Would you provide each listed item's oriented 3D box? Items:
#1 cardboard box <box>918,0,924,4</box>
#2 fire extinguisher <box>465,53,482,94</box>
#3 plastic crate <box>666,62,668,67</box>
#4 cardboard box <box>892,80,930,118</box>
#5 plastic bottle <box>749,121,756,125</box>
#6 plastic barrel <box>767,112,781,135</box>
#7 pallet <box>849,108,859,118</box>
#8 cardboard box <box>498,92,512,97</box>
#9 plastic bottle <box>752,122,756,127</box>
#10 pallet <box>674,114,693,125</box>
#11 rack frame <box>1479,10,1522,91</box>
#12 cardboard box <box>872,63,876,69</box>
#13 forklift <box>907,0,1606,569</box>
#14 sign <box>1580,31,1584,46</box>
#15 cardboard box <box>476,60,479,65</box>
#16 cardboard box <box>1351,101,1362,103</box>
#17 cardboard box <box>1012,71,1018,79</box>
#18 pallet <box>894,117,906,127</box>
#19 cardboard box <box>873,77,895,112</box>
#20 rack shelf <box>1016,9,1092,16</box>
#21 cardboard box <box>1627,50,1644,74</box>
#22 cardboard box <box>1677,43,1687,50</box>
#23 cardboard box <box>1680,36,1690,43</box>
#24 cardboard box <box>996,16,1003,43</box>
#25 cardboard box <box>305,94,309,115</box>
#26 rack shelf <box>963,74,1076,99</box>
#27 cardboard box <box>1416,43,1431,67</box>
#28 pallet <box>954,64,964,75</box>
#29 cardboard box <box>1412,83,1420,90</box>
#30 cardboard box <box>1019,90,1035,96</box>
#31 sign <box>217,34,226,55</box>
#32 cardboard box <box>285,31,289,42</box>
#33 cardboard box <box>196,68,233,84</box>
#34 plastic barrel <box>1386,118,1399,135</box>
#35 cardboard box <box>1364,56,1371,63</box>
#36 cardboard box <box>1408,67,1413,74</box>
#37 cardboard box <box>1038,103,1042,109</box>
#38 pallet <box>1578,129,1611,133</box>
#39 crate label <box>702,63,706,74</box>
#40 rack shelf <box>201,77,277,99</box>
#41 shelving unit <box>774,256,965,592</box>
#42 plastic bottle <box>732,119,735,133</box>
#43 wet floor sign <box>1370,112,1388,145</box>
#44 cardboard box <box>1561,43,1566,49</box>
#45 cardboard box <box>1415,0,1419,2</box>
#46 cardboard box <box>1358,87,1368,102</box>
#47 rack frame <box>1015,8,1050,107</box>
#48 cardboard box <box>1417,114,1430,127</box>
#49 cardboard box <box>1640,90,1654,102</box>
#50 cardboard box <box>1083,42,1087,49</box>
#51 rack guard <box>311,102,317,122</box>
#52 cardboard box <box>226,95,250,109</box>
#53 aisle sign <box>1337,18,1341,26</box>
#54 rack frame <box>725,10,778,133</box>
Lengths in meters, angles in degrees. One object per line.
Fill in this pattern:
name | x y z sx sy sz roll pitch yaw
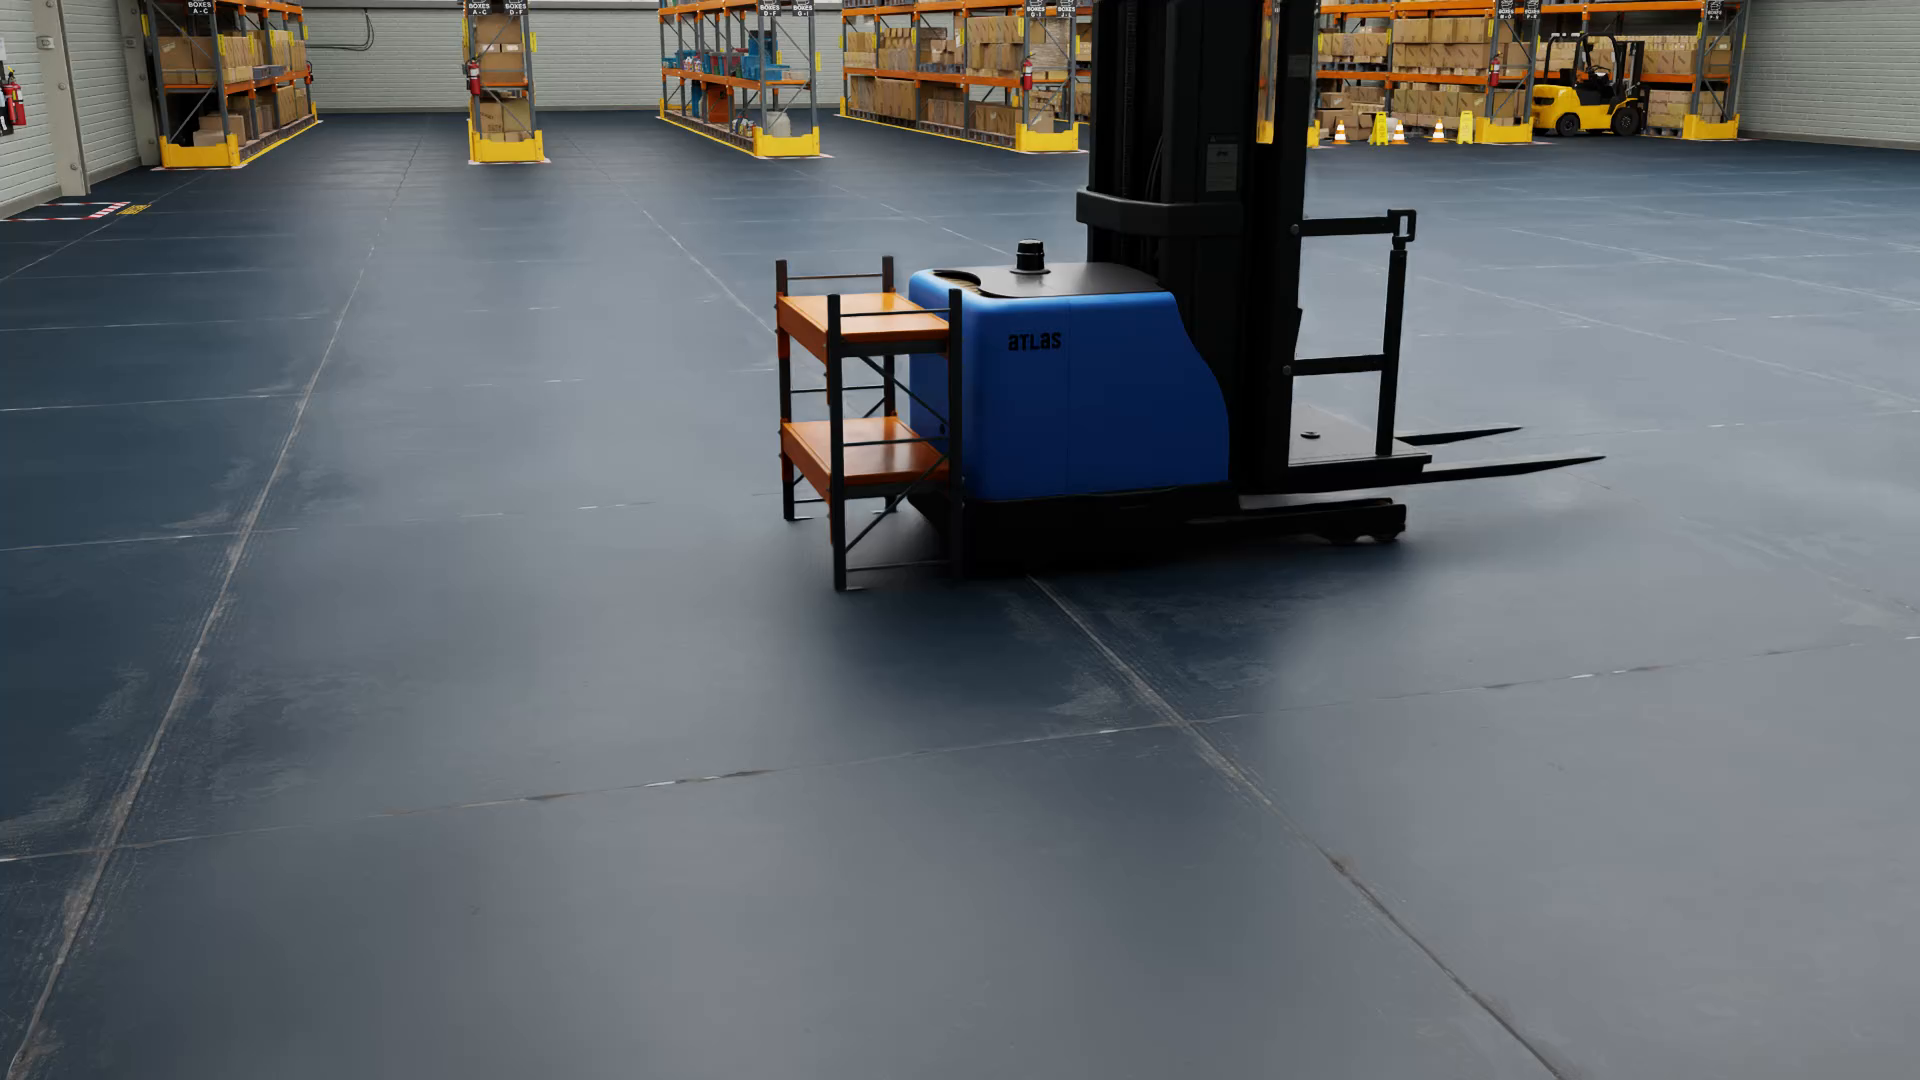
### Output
cardboard box | -0.644 -12.255 37.584 0.500 0.250 0.500 -4 17 -14
fire extinguisher | -8.270 -7.939 28.303 0.296 0.674 0.183 -5 17 -15
plastic crate | -7.543 -12.387 43.331 0.250 0.136 0.298 -5 17 -15
cardboard box | -0.935 -10.664 40.203 1.225 0.875 0.875 -5 17 -15
plastic bottle | -4.064 -8.042 32.480 0.152 0.276 0.135 -5 17 -15
plastic barrel | -3.484 -7.761 31.169 0.421 0.512 0.421 0 17 0
pallet | -2.432 -11.703 45.546 1.003 0.211 1.213 -5 17 -15
cardboard box | -11.866 -11.354 43.117 0.500 0.500 0.500 -5 17 -15
plastic bottle | -3.959 -7.900 31.995 0.061 0.283 0.133 -5 17 -15
pallet | -6.629 -10.621 41.942 1.003 0.211 1.213 -5 17 -15
rack frame | 13.772 -12.218 42.412 1.000 3.000 0.127 -5 17 -15
cardboard box | -2.026 -12.085 42.408 0.380 0.149 0.250 -5 17 -15
forklift | 1.345 -1.521 6.922 3.031 2.935 1.130 -5 18 -17
sign | 14.352 -11.582 38.422 0.100 0.325 0.005 -5 17 -15
cardboard box | -9.994 -9.953 35.028 0.500 0.311 0.500 -5 17 -16
cardboard box | 9.357 -10.406 40.220 0.950 0.372 0.625 -5 17 -16
cardboard box | 1.207 -8.904 31.818 0.380 0.149 0.250 -5 17 -15
pallet | -1.004 -10.266 40.762 1.003 0.211 1.213 -5 17 -15
cardboard box | -1.732 -11.520 43.051 0.875 0.875 0.875 -5 17 -15
rack shelf | 2.620 -14.157 44.903 1.077 0.370 4.000 -5 17 -15
cardboard box | 15.159 -10.592 36.827 0.500 0.500 0.500 -5 17 -15
cardboard box | 15.507 -10.506 35.411 0.380 0.149 0.250 -4 17 -14
cardboard box | 15.572 -10.654 35.388 0.380 0.149 0.250 -5 17 -15
cardboard box | 1.004 -9.906 32.288 0.500 0.500 0.500 -5 17 -15
cardboard box | -16.726 -10.897 41.631 0.700 0.500 0.500 -5 17 -15
rack shelf | 1.121 -9.037 33.072 1.077 0.370 4.000 -5 17 -15
cardboard box | 10.238 -10.488 35.961 0.500 0.500 0.500 -5 17 -16
pallet | 0.501 -10.065 35.580 1.003 0.211 1.213 -5 17 -15
cardboard box | 10.122 -9.906 36.335 0.380 0.149 0.250 -4 17 -13
cardboard box | 1.887 -12.567 46.765 0.380 0.149 0.250 -6 18 -18
sign | -12.096 -8.111 27.234 0.100 0.325 0.005 -5 17 -15
cardboard box | -15.541 -11.423 37.736 0.500 0.250 0.500 -4 17 -14
cardboard box | -12.446 -7.751 27.768 0.500 0.250 0.500 -5 17 -17
plastic barrel | 9.176 -8.829 35.610 0.512 0.421 0.421 7 18 23
cardboard box | 9.532 -11.062 38.271 0.380 0.149 0.250 -5 17 -16
cardboard box | 10.099 -10.348 36.625 0.380 0.149 0.250 -5 17 -16
cardboard box | 2.344 -11.857 45.435 0.380 0.149 0.250 -5 17 -15
pallet | 15.049 -9.553 38.387 1.003 0.211 1.213 -5 17 -15
crate label | -5.535 -10.423 36.728 0.303 0.233 0.416 -5 17 -15
rack shelf | -14.266 -8.968 32.845 1.077 0.370 4.000 -5 17 -15
shelving unit | -0.381 -0.505 6.679 0.538 1.125 1.048 -5 17 -16
plastic bottle | -4.525 -8.324 33.427 0.097 0.271 0.097 0 17 0
wet floor sign | 8.379 -8.213 33.173 0.267 0.644 0.232 -8 18 -25
cardboard box | 14.459 -11.689 39.349 0.380 0.149 0.250 -5 17 -15
cardboard box | 10.142 -11.792 36.217 0.380 0.149 0.250 -5 17 -15
cardboard box | 11.897 -12.864 48.179 0.500 0.500 0.500 -4 17 -14
rack frame | 2.070 -13.618 47.073 1.000 3.000 0.127 -5 17 -15
cardboard box | 10.308 -9.124 36.163 0.500 0.250 0.500 -5 17 -16
cardboard box | 15.250 -9.750 36.509 0.500 0.250 0.500 -4 17 -15
cardboard box | 3.269 -12.300 41.358 0.380 0.149 0.250 -4 17 -14
rack guard | -17.021 -10.888 42.331 1.175 0.500 0.348 -5 17 -15
cardboard box | -14.206 -8.600 32.644 0.500 0.250 0.500 -5 17 -17
aisle sign | 11.272 -15.671 49.390 0.394 0.787 0.004 -5 17 -15
rack frame | -4.191 -9.543 33.507 1.000 3.000 0.127 -5 17 -15
